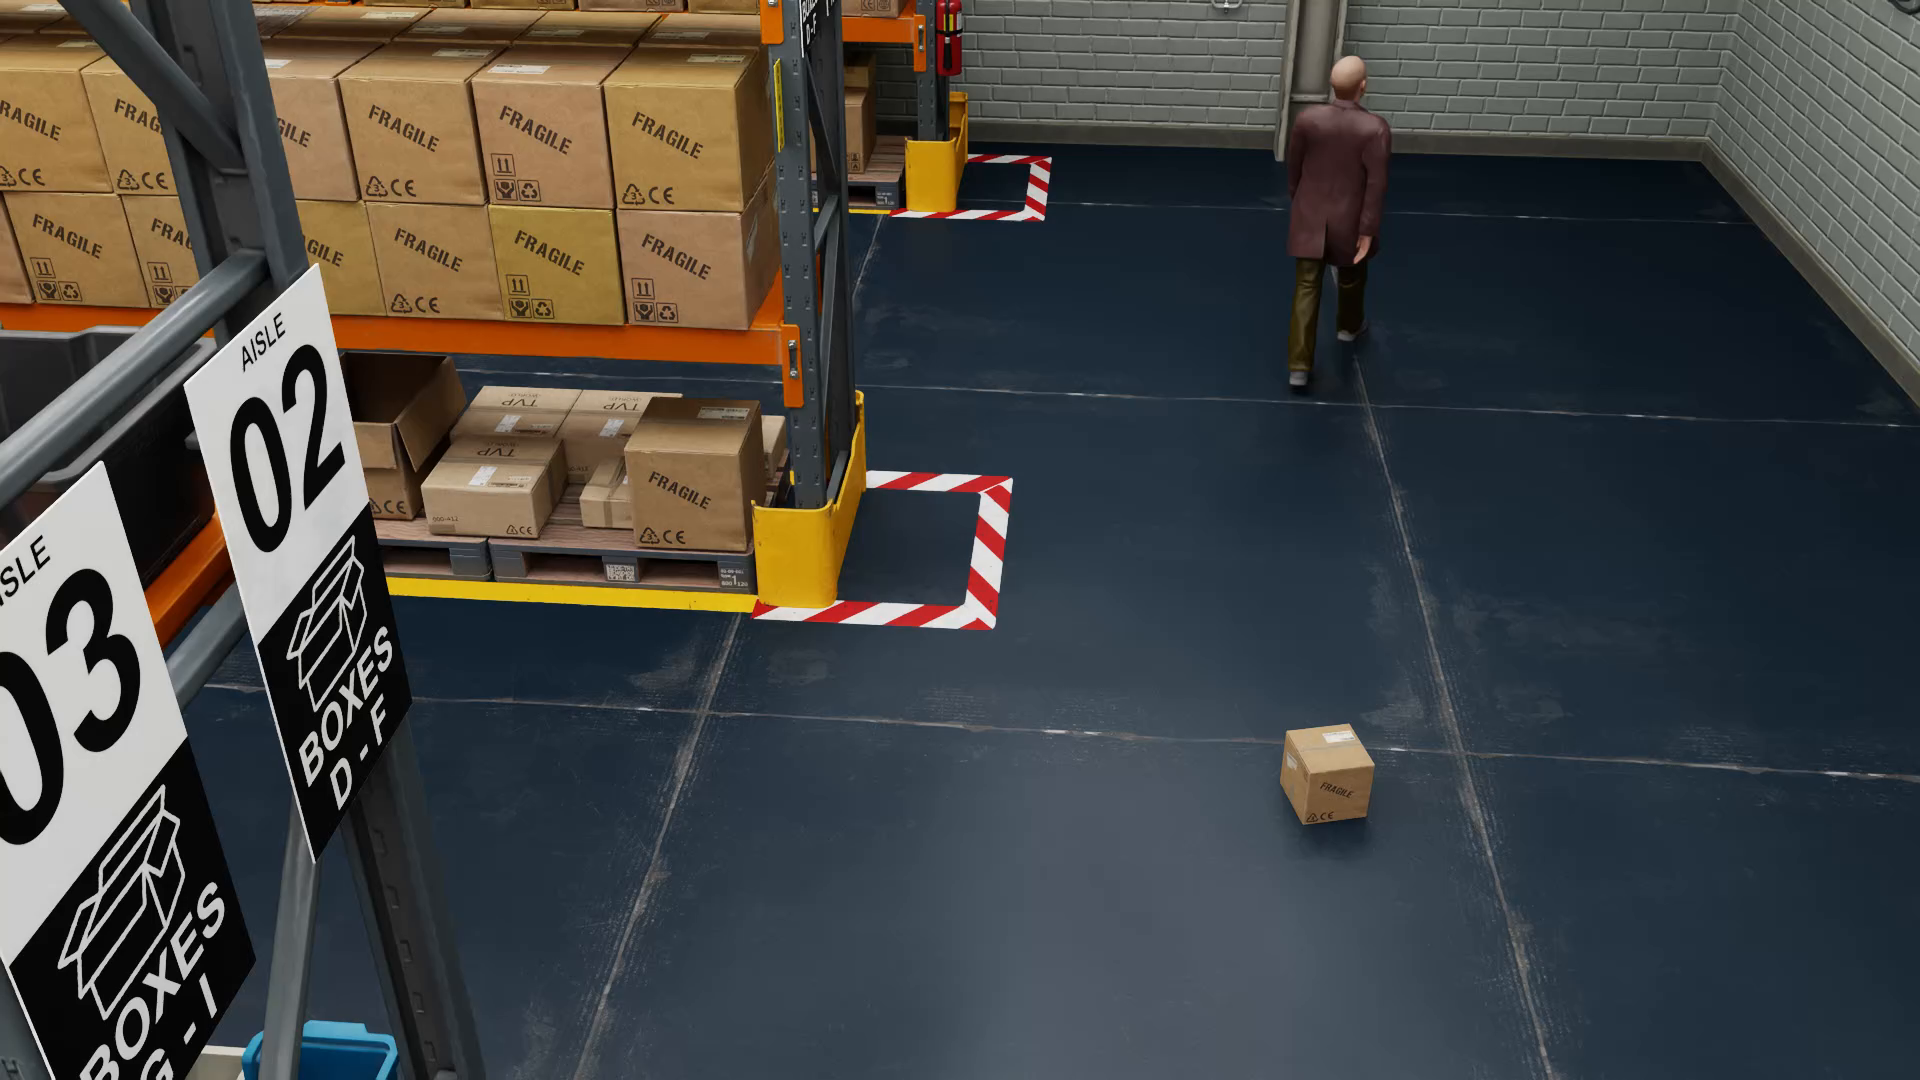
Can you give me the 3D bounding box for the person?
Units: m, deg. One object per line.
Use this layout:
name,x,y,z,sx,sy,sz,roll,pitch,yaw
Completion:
person,2.046,-1.803,9.058,0.569,1.731,1.047,11,33,17
